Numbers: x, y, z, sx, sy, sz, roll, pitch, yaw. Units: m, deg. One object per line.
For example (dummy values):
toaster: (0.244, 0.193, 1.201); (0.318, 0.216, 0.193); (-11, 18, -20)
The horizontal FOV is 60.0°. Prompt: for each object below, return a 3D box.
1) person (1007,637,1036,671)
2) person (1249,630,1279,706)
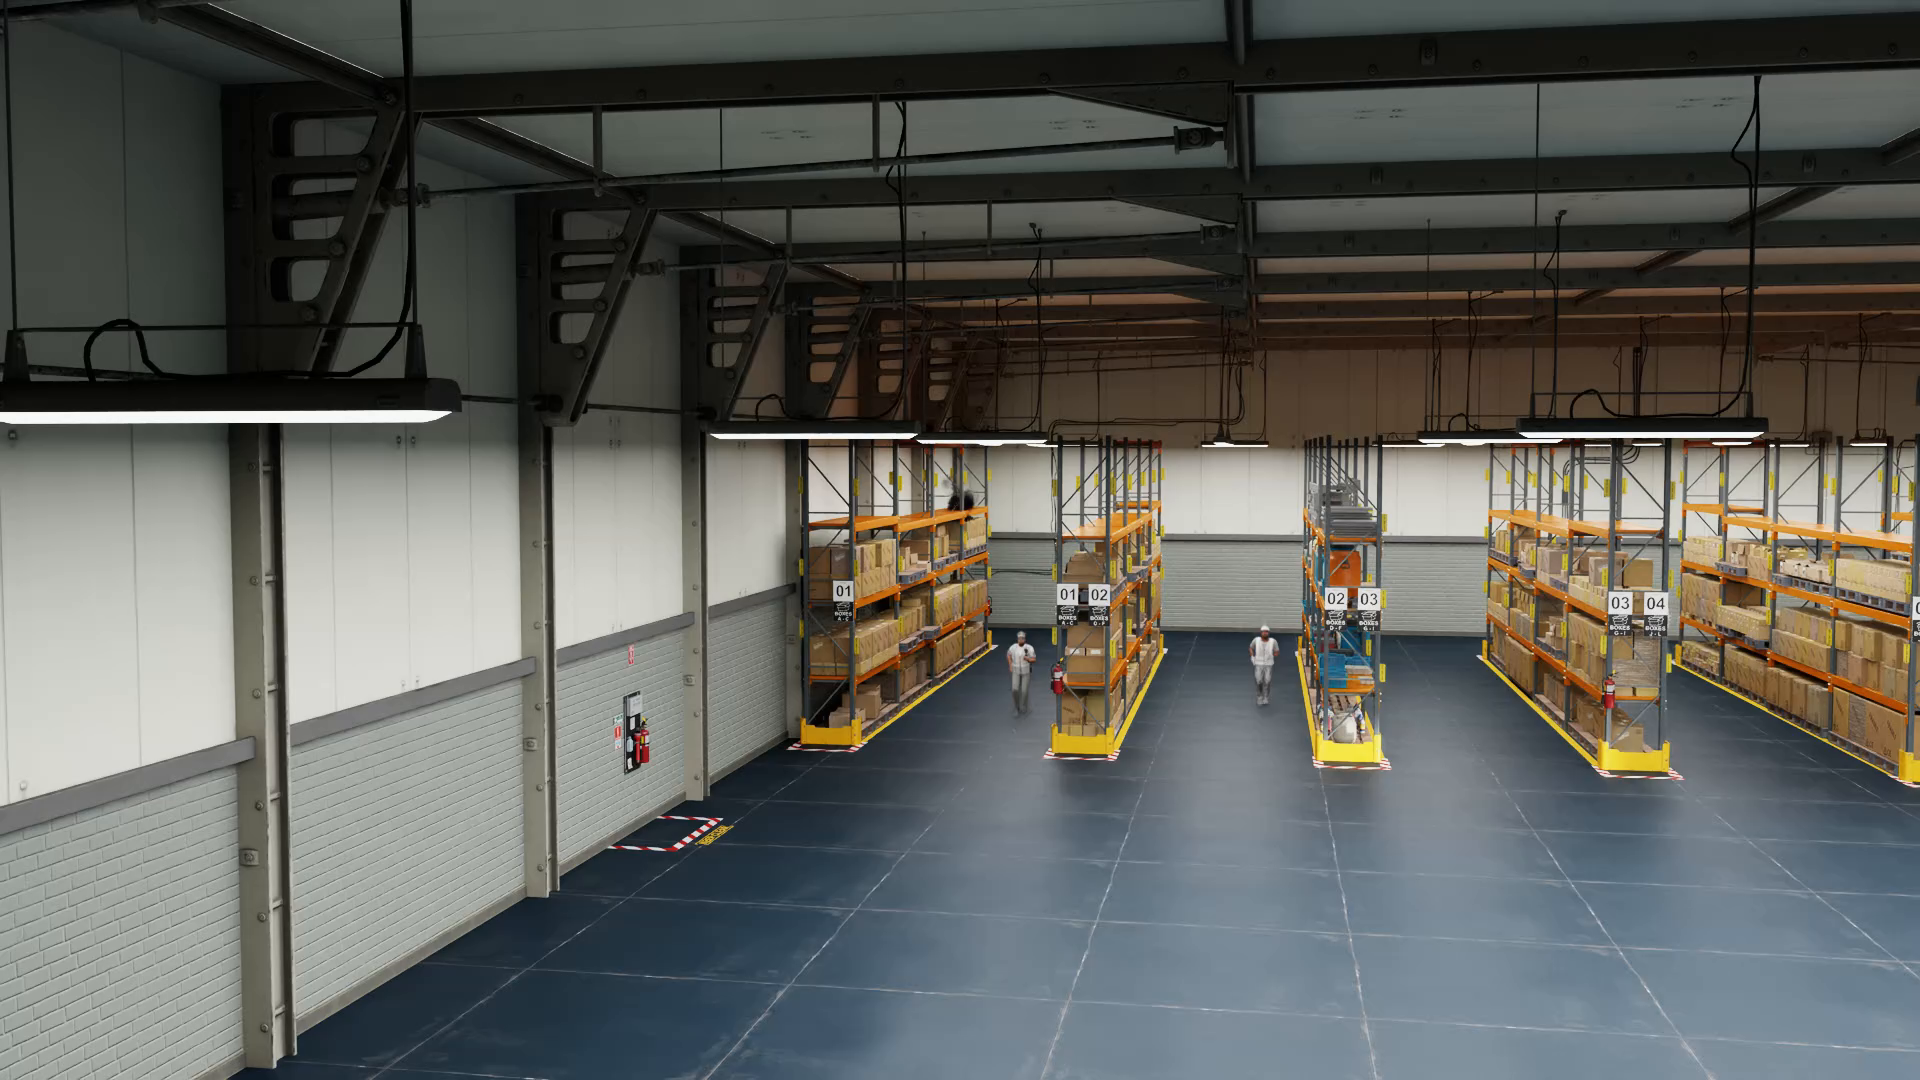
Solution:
person: (1.319, 2.442, 35.904); (0.639, 0.824, 0.665); (0, 3, 5)
person: (6.818, 2.856, 37.304); (0.658, 1.787, 0.624); (1, 3, 10)
